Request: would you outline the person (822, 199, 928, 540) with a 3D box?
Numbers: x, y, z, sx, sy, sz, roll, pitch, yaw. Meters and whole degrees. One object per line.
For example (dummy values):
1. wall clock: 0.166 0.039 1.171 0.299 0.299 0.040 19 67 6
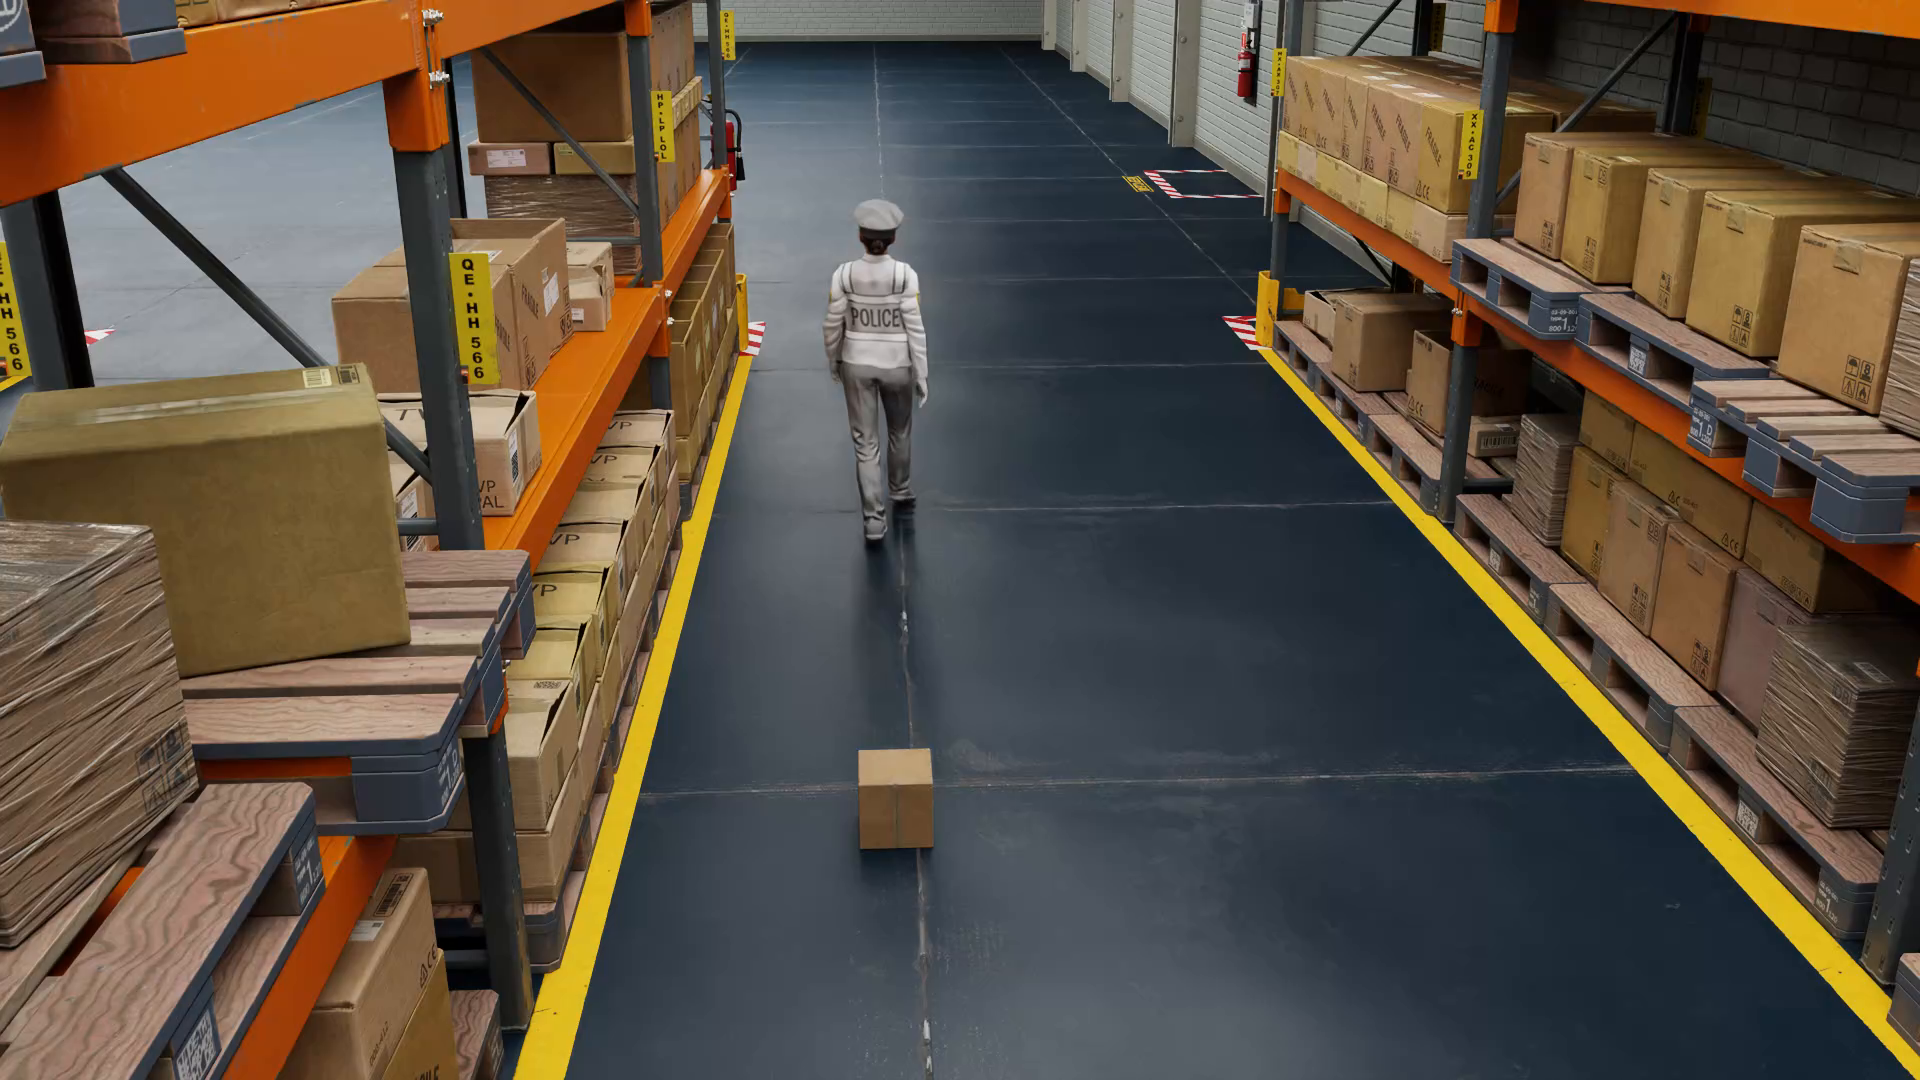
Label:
1. person: -0.425 -0.884 8.379 0.519 1.671 0.866 -1 21 -2
